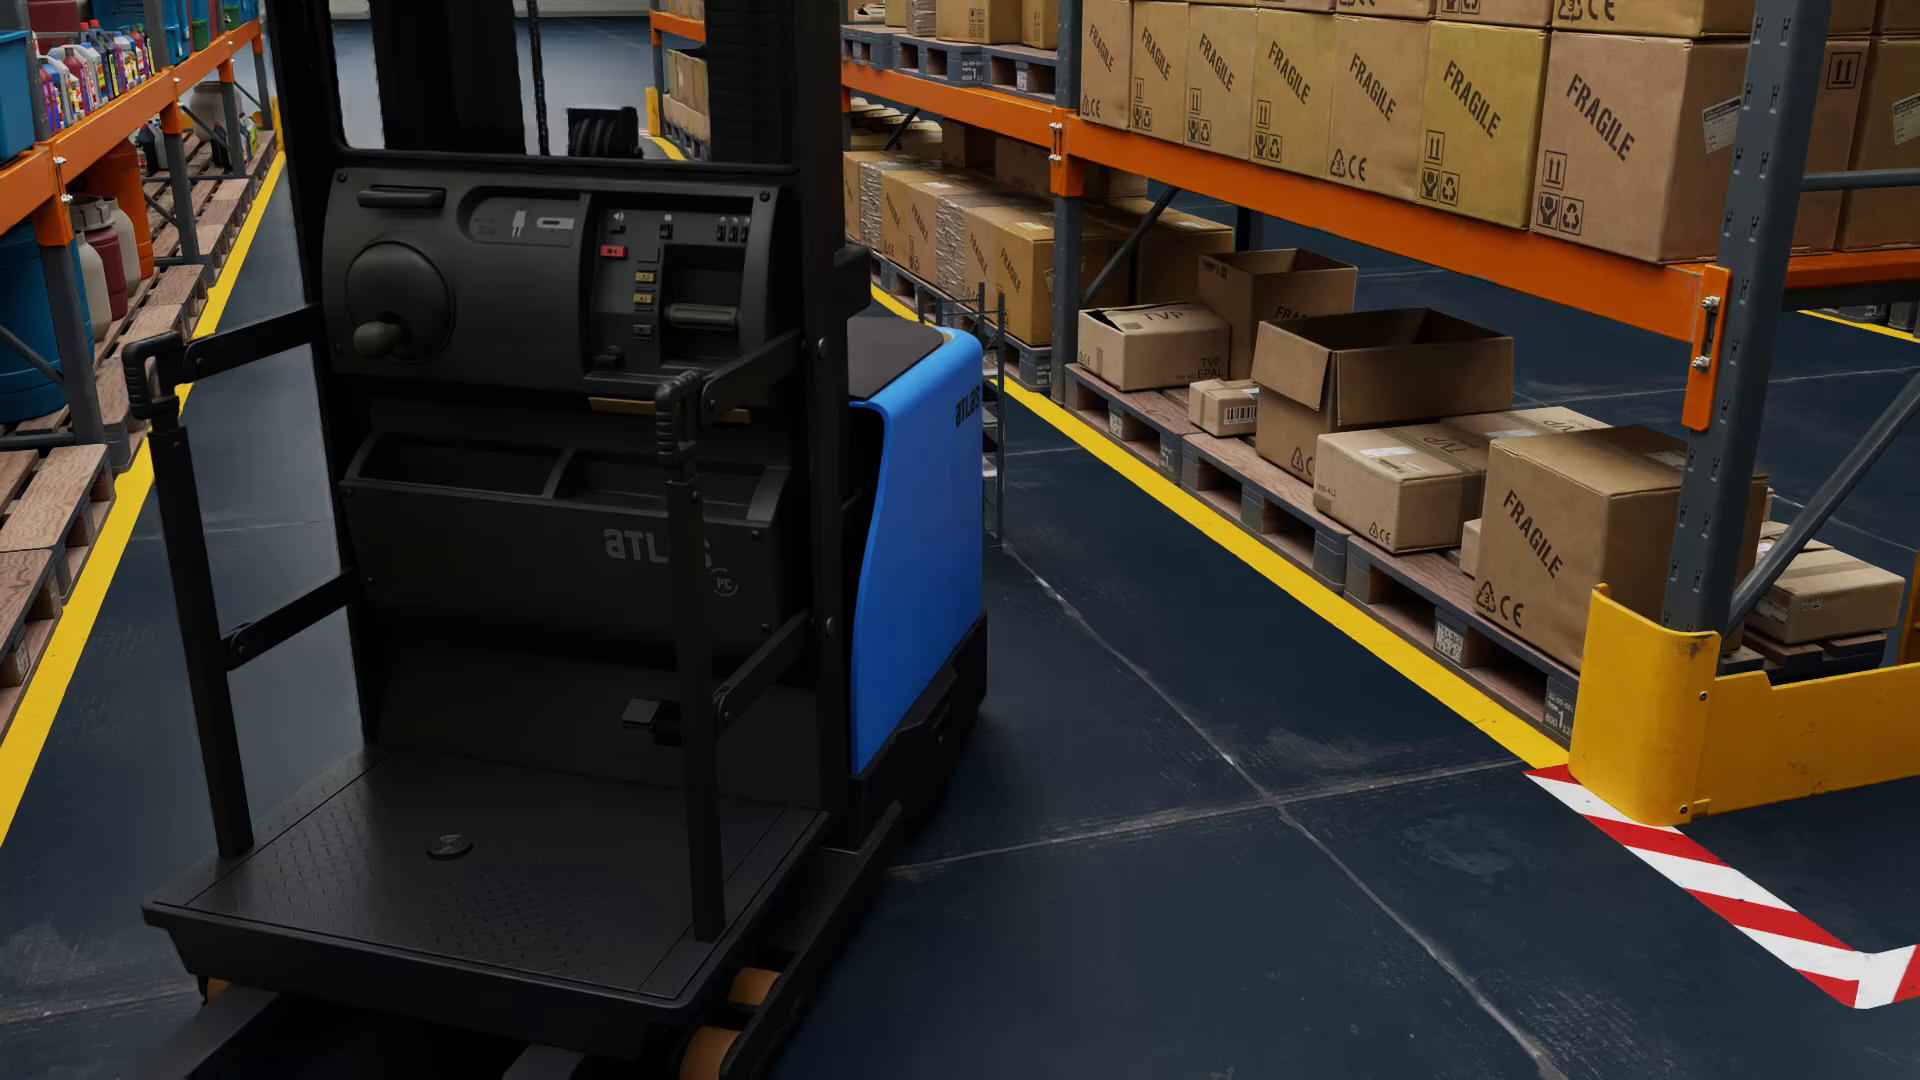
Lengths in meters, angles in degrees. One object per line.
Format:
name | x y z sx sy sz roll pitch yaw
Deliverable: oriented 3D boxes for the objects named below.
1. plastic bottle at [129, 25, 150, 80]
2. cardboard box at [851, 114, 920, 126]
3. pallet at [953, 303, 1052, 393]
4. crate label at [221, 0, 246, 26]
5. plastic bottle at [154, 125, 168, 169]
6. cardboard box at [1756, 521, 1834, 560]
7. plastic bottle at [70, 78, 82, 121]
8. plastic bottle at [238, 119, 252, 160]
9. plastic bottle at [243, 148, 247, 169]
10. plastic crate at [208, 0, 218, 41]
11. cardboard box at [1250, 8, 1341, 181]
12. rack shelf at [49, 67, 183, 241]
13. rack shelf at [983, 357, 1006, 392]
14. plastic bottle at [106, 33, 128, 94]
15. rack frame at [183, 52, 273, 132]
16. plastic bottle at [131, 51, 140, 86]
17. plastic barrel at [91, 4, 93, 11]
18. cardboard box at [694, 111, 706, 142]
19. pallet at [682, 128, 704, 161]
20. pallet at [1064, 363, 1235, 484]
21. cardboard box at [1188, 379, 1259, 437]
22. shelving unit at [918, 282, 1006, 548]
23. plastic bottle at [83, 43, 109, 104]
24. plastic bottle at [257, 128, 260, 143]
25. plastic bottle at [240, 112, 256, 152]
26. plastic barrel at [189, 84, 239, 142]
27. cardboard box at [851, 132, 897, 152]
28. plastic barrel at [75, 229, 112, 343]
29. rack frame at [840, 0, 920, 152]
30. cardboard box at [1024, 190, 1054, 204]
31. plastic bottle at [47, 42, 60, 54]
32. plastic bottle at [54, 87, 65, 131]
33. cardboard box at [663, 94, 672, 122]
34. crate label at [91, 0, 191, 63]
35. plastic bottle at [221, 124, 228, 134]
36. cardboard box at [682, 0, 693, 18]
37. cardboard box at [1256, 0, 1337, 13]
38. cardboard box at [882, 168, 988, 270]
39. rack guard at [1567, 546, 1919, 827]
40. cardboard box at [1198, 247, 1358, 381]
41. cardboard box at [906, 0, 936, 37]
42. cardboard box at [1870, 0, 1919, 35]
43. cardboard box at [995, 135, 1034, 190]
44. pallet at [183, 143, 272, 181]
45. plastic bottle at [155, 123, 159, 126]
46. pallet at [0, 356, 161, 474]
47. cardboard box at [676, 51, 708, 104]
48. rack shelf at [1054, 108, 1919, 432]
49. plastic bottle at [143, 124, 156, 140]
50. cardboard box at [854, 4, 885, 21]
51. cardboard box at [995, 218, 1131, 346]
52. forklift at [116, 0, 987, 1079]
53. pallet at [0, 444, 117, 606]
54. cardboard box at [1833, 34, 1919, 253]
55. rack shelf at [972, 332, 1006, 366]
plastic bottle | -4.443 -2.638 8.995 0.061 0.283 0.133 -6 21 -17
cardboard box | -0.562 -3.074 12.656 0.500 0.311 0.500 -7 21 -19
pallet | 0.621 -1.037 8.492 1.003 0.211 1.213 -6 21 -17
crate label | -6.727 -4.873 14.994 0.502 0.435 0.616 -6 21 -17
plastic bottle | -6.644 -3.286 13.897 0.144 0.351 0.185 -6 21 -17
cardboard box | 2.286 0.066 4.835 0.380 0.166 0.250 -6 21 -17
plastic bottle | -3.731 -1.852 6.928 0.097 0.201 0.097 0 20 0
plastic bottle | -6.224 -3.459 14.376 0.144 0.351 0.185 -7 21 -19
plastic bottle | -6.021 -3.206 13.894 0.097 0.201 0.097 0 20 0
plastic crate | -5.863 -4.042 12.638 0.402 0.464 0.583 -6 21 -17
cardboard box | 1.295 -1.459 5.394 0.500 0.500 0.500 -7 21 -18
rack shelf | -4.419 -1.871 7.751 1.077 0.370 4.000 -6 21 -17
rack shelf | 0.003 -0.559 5.708 0.258 0.077 0.200 -6 21 -17
plastic bottle | -4.157 -2.345 8.180 0.061 0.283 0.133 -6 21 -17
rack frame | -7.562 -5.418 16.564 1.000 3.000 0.127 -6 21 -17
plastic bottle | -4.333 -2.466 8.640 0.097 0.201 0.097 0 20 0
plastic barrel | -5.706 -3.346 10.630 0.421 0.512 0.421 0 20 0
cardboard box | -2.274 -4.009 16.088 0.500 0.250 0.500 -6 21 -17
pallet | -2.199 -3.999 16.739 1.003 0.211 1.213 -6 21 -17
pallet | 1.128 -0.560 7.162 1.003 0.211 1.213 -6 21 -17
cardboard box | 1.121 -0.532 6.501 0.380 0.166 0.250 -6 21 -17
shelving unit | 0.003 -0.421 5.757 0.258 0.900 0.210 -6 21 -17
plastic bottle | -3.980 -2.139 7.624 0.097 0.271 0.097 0 20 0
plastic bottle | -6.569 -3.766 15.452 0.097 0.201 0.097 0 20 0
plastic bottle | -6.416 -3.655 14.922 0.144 0.351 0.185 -6 20 -15
plastic barrel | -7.126 -4.081 15.901 0.421 0.512 0.421 0 20 0
cardboard box | -0.743 -2.686 11.573 0.500 0.311 0.500 -6 21 -16
plastic barrel | -4.261 -1.189 7.847 0.421 0.512 0.421 0 20 0
rack frame | -0.344 -3.376 10.879 1.000 3.000 0.127 -6 21 -17
cardboard box | 0.664 -1.635 9.079 0.500 0.500 0.500 -6 21 -17
plastic bottle | -4.147 -2.155 7.668 0.097 0.271 0.097 0 20 0
plastic bottle | -3.597 -1.715 6.547 0.097 0.201 0.097 0 20 0
cardboard box | -2.902 -4.651 17.875 0.500 0.250 0.500 -6 21 -17
crate label | -5.103 -3.215 10.378 0.502 0.435 0.616 -6 21 -17
plastic bottle | -6.491 -3.536 14.703 0.152 0.276 0.135 -6 21 -17
cardboard box | -2.404 -5.511 16.675 0.700 0.500 0.500 -6 21 -17
cardboard box | 1.281 -1.933 5.233 0.500 0.500 0.500 -6 21 -16
cardboard box | -0.150 -1.901 9.820 0.500 0.500 0.500 -7 21 -18
rack guard | 2.146 0.343 4.222 1.175 0.500 0.348 -6 21 -17
cardboard box | 1.361 -0.970 7.228 0.500 0.500 0.500 -6 21 -17
cardboard box | 0.067 -3.117 9.388 0.700 0.500 0.500 -3 20 -7
cardboard box | 2.281 -1.497 4.020 0.500 0.500 0.500 -6 21 -16
cardboard box | 0.520 -2.139 9.372 0.500 0.250 0.500 -7 21 -18
pallet | -6.864 -3.434 15.166 1.003 0.211 1.213 -6 21 -17
plastic bottle | -7.149 -3.584 14.843 0.097 0.271 0.097 0 20 0
pallet | -3.994 -0.507 7.016 1.003 0.211 1.213 -6 21 -17
cardboard box | -2.573 -4.685 16.859 0.500 0.500 0.500 -6 21 -17
rack shelf | 1.541 -1.112 5.640 1.077 0.370 4.000 -6 21 -17
plastic bottle | -6.842 -3.333 14.025 0.144 0.351 0.185 -7 21 -20
cardboard box | -0.442 -3.642 11.750 0.500 0.311 0.500 -7 21 -18
cardboard box | 0.486 -1.251 8.009 0.500 0.500 0.500 -7 21 -17
forklift | -0.838 -0.481 2.921 1.130 2.935 3.031 6 21 16
pallet | -3.523 -0.023 5.669 1.003 0.211 1.213 -6 21 -17
cardboard box | 2.281 -1.026 4.189 0.500 0.500 0.500 -6 21 -16
rack shelf | 0.003 -0.644 5.677 0.258 0.077 0.200 -6 21 -17
